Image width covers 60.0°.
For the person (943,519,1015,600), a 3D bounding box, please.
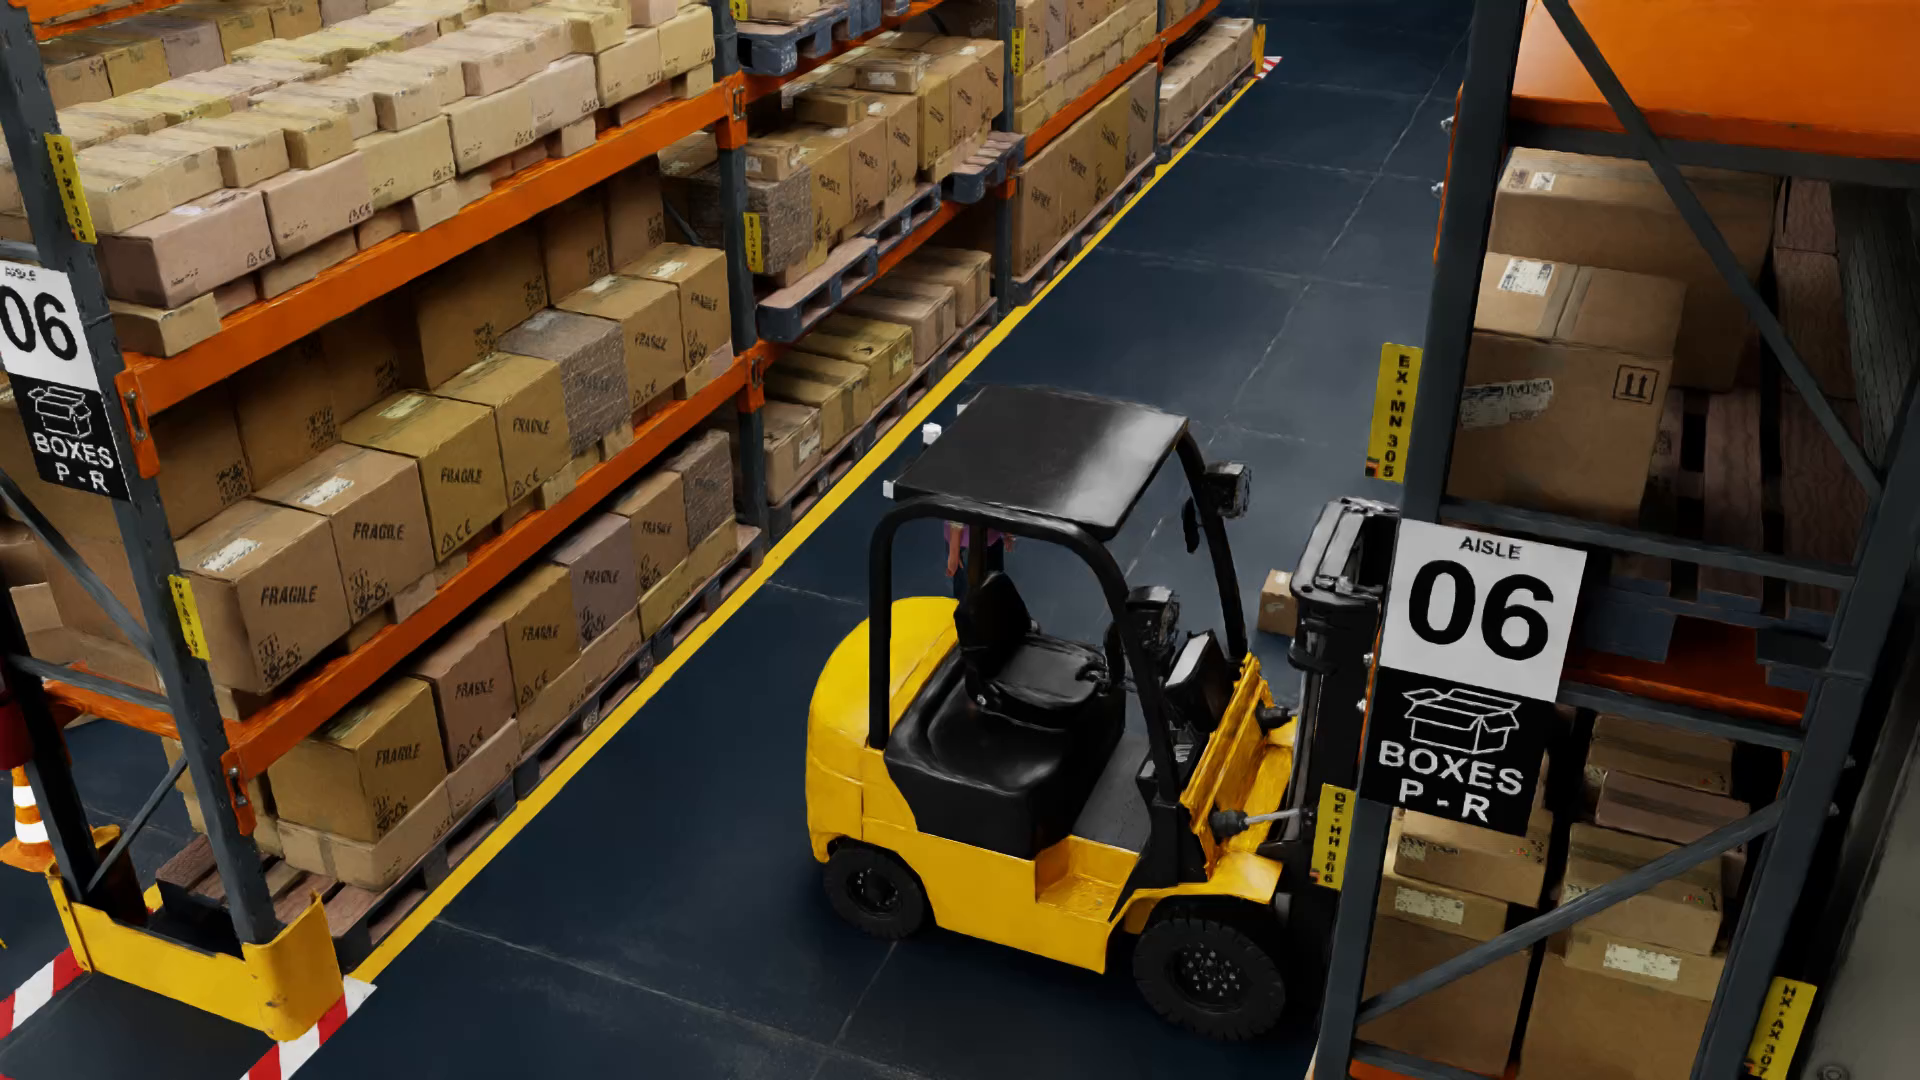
[{"bbox_3d":[0.092,0.027,8.386,0.495,1.559,0.550,17,34,27],"label":"person"}]
